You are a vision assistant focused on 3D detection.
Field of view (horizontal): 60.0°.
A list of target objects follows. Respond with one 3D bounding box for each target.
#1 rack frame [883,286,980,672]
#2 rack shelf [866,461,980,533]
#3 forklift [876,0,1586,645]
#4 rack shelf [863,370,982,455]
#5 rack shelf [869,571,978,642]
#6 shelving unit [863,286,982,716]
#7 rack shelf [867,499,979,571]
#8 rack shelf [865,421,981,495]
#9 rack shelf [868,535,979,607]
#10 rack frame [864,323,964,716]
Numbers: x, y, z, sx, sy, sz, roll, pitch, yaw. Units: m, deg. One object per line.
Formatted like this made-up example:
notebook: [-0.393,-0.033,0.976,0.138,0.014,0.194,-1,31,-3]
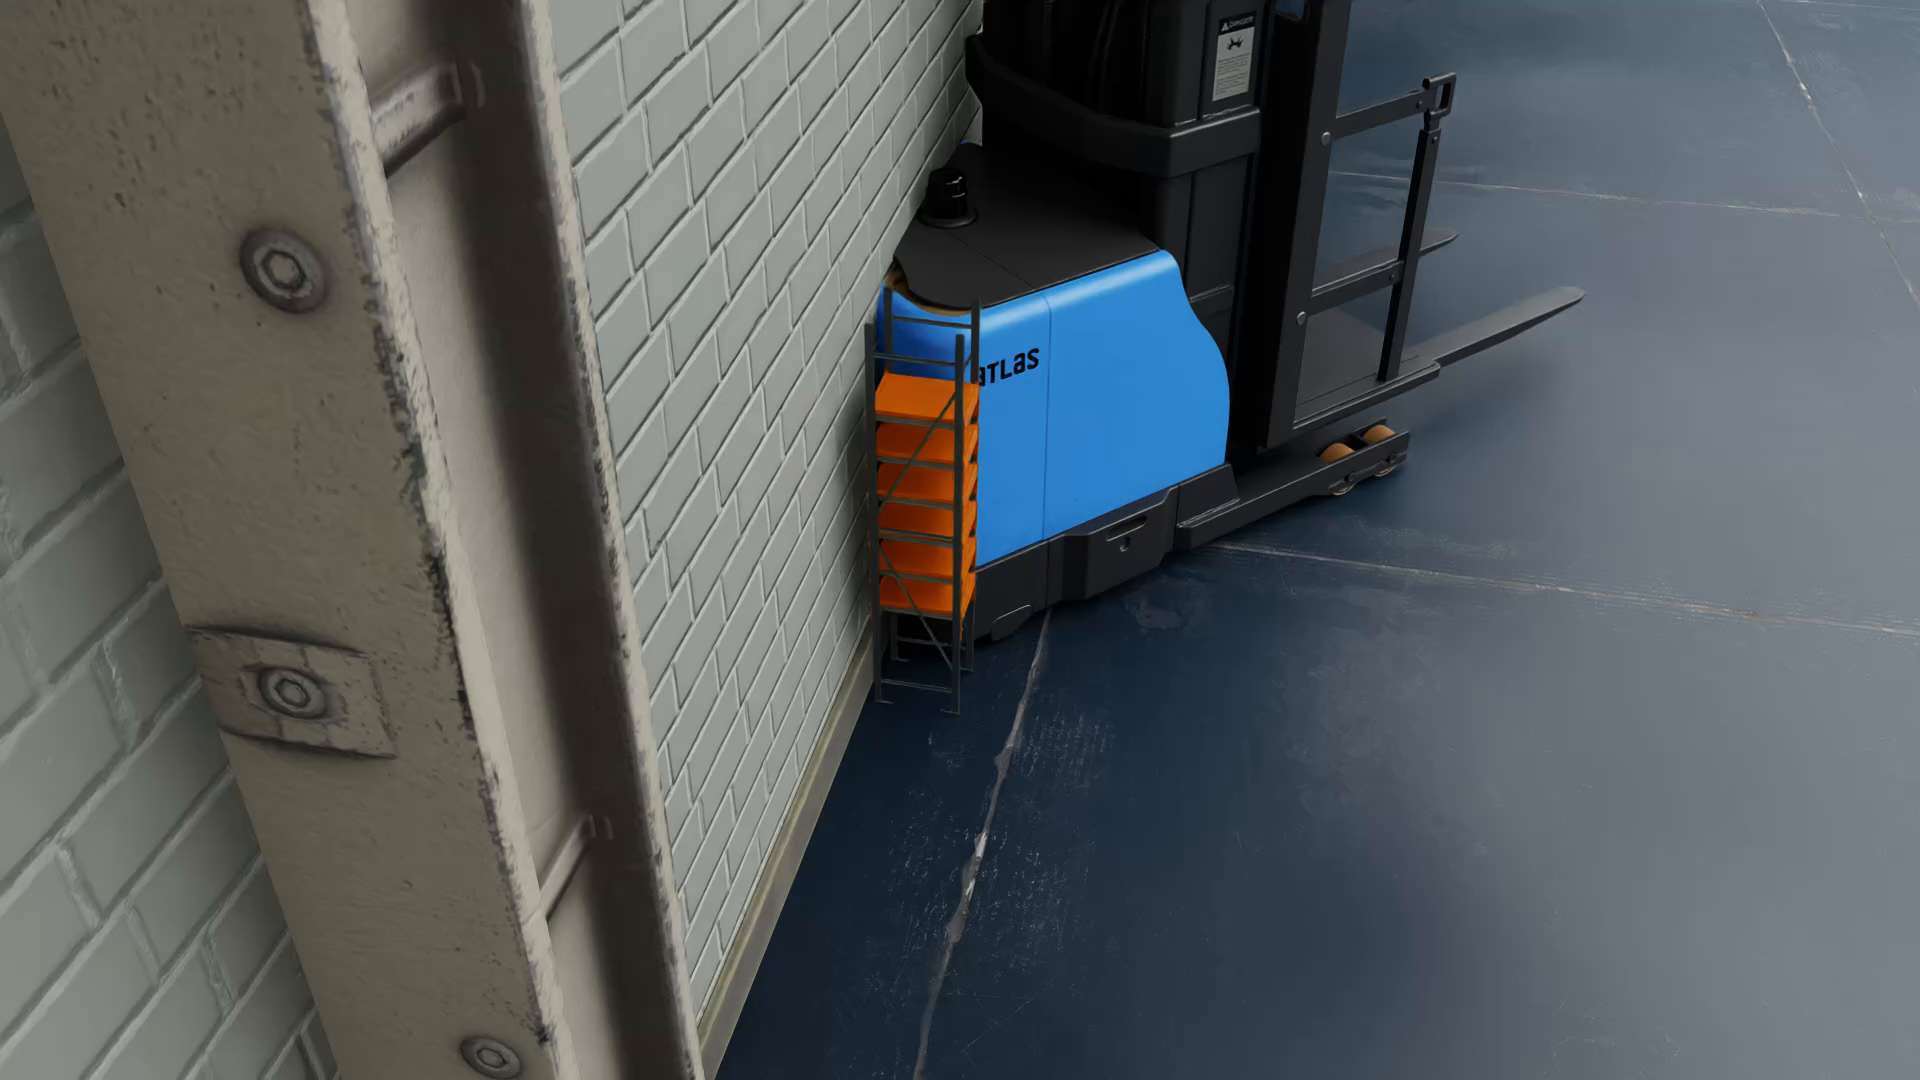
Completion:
rack frame: [-0.075,-0.120,4.385,0.240,1.200,0.006,8,38,9]
rack shelf: [-0.093,-0.127,4.268,0.258,0.103,0.180,8,38,9]
forklift: [0.878,-1.566,4.913,3.031,2.935,1.130,-22,42,-28]
rack shelf: [-0.091,-0.319,4.124,0.258,0.103,0.180,8,38,9]
rack shelf: [-0.097,0.160,4.485,0.258,0.103,0.180,8,38,9]
shelving unit: [-0.094,-0.067,4.314,0.258,1.200,0.189,8,38,9]
rack shelf: [-0.095,-0.031,4.341,0.258,0.103,0.180,8,38,9]
rack shelf: [-0.092,-0.223,4.196,0.258,0.103,0.180,8,38,9]
rack shelf: [-0.096,0.064,4.413,0.258,0.103,0.180,8,38,9]
rack frame: [-0.114,-0.013,4.242,0.240,1.200,0.006,8,38,9]
